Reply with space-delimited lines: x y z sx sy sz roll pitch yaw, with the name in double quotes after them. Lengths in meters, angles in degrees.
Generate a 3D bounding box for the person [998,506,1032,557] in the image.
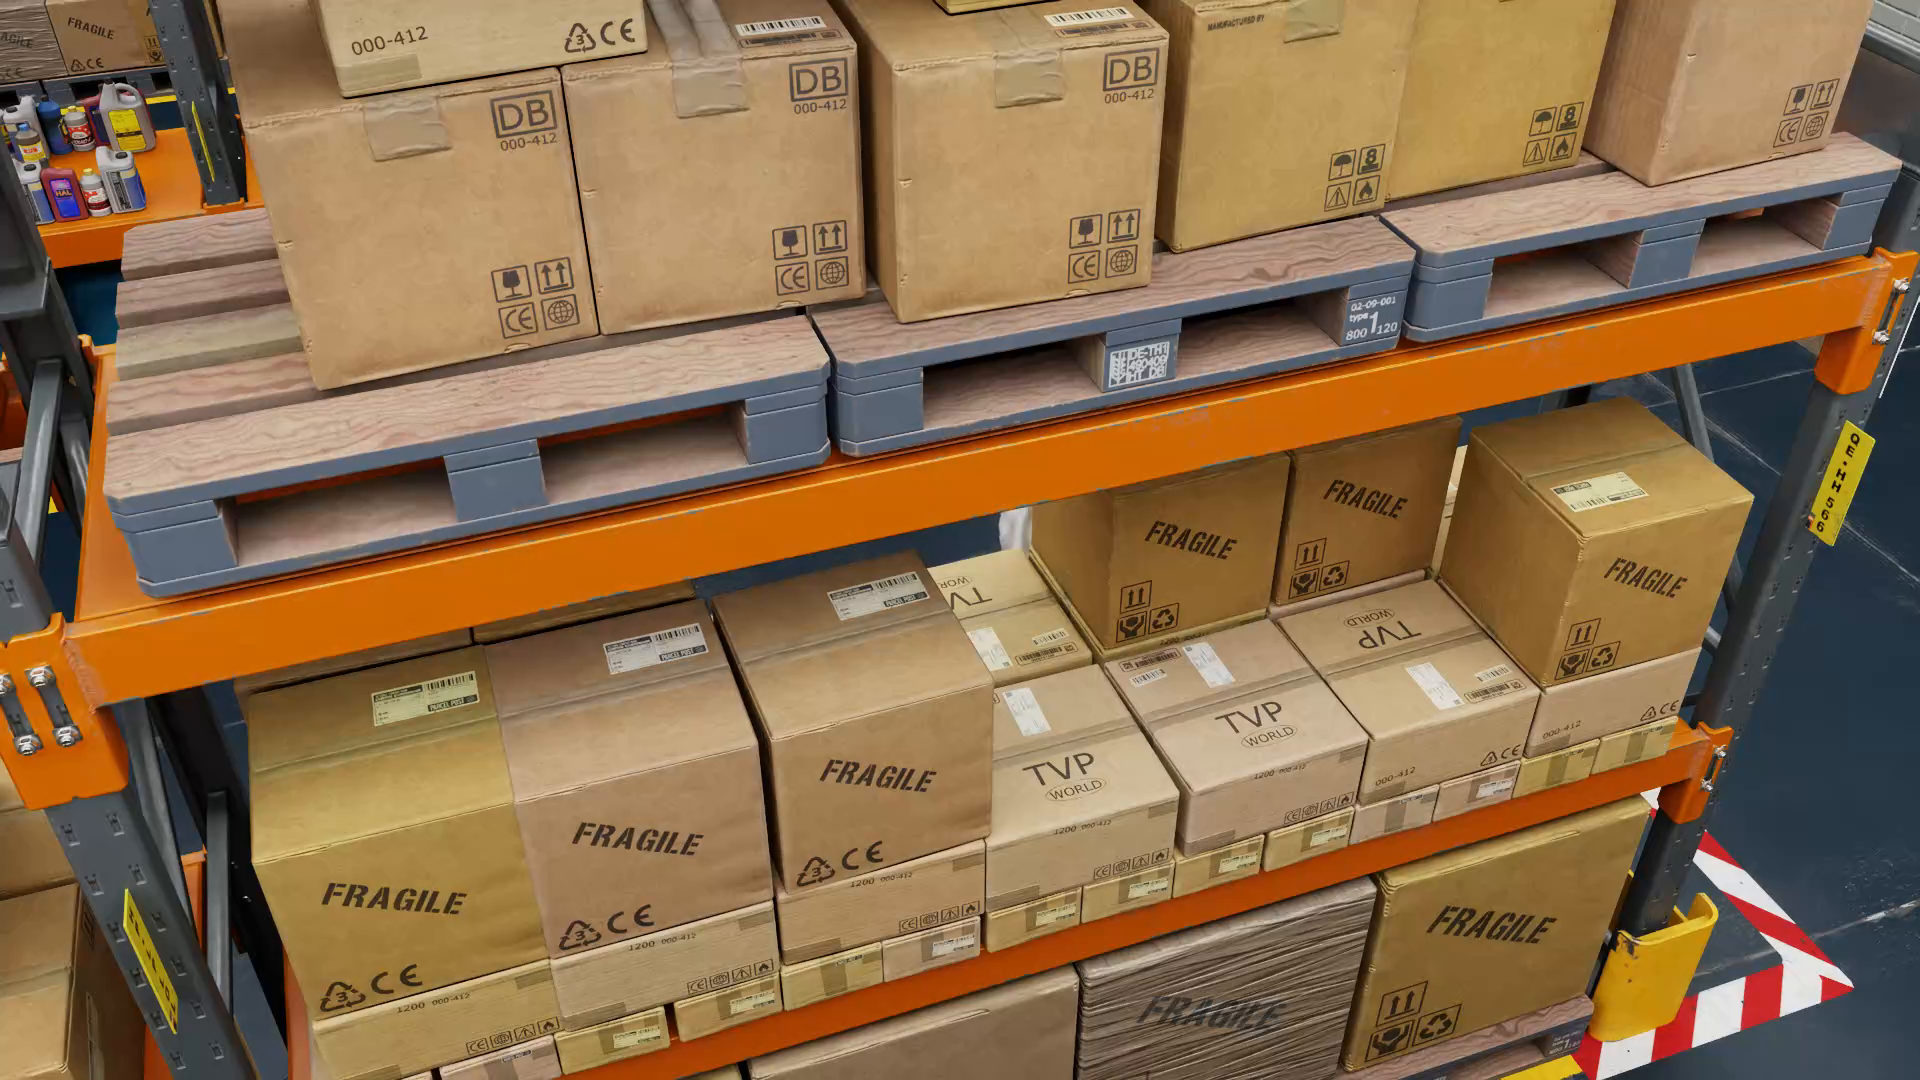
0.384 0.069 6.040 0.465 1.770 0.579 -13 39 -16 "person"
